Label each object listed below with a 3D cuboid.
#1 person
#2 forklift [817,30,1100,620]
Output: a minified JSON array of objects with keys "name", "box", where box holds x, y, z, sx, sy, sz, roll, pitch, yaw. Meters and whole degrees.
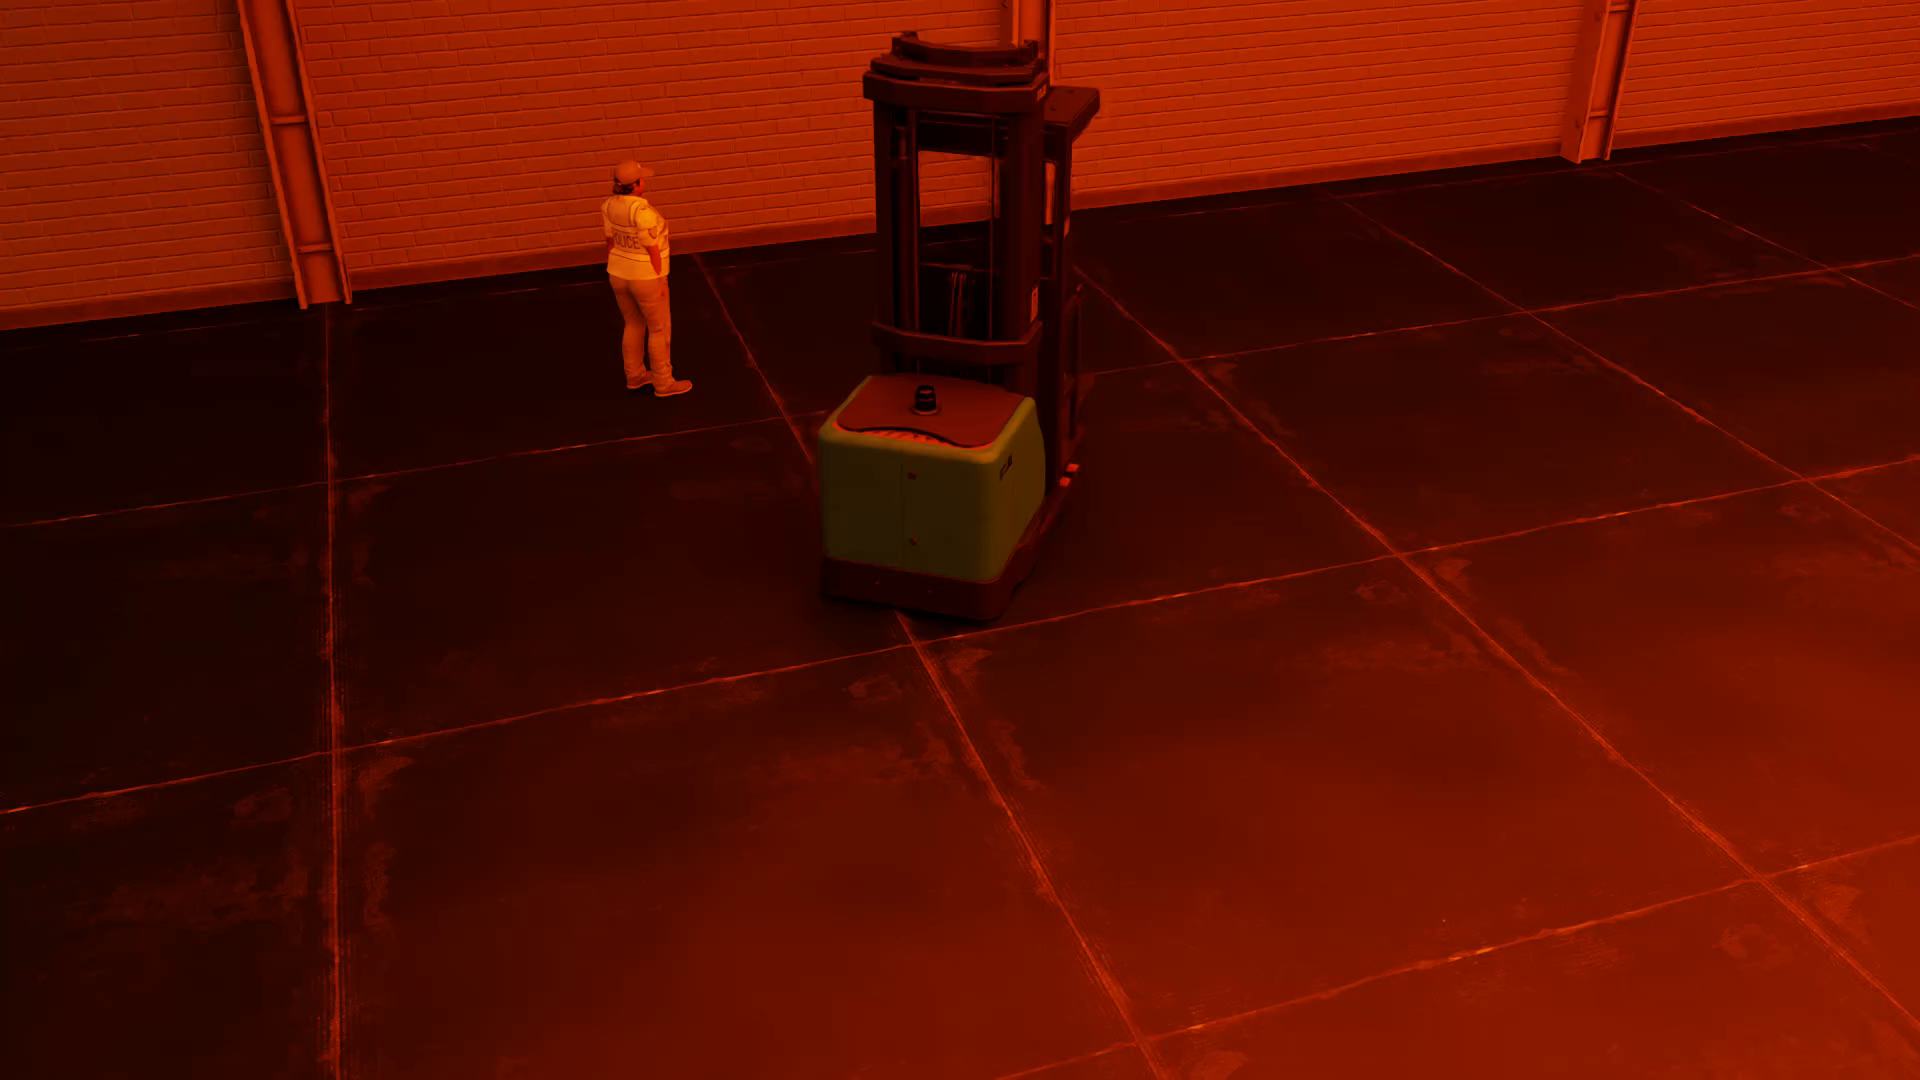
[{"name":"person","box":[-2.196,-1.806,11.502,0.487,1.668,0.395,19,35,30]},{"name":"forklift","box":[0.154,-1.552,9.785,1.130,2.935,3.031,9,31,15]}]
